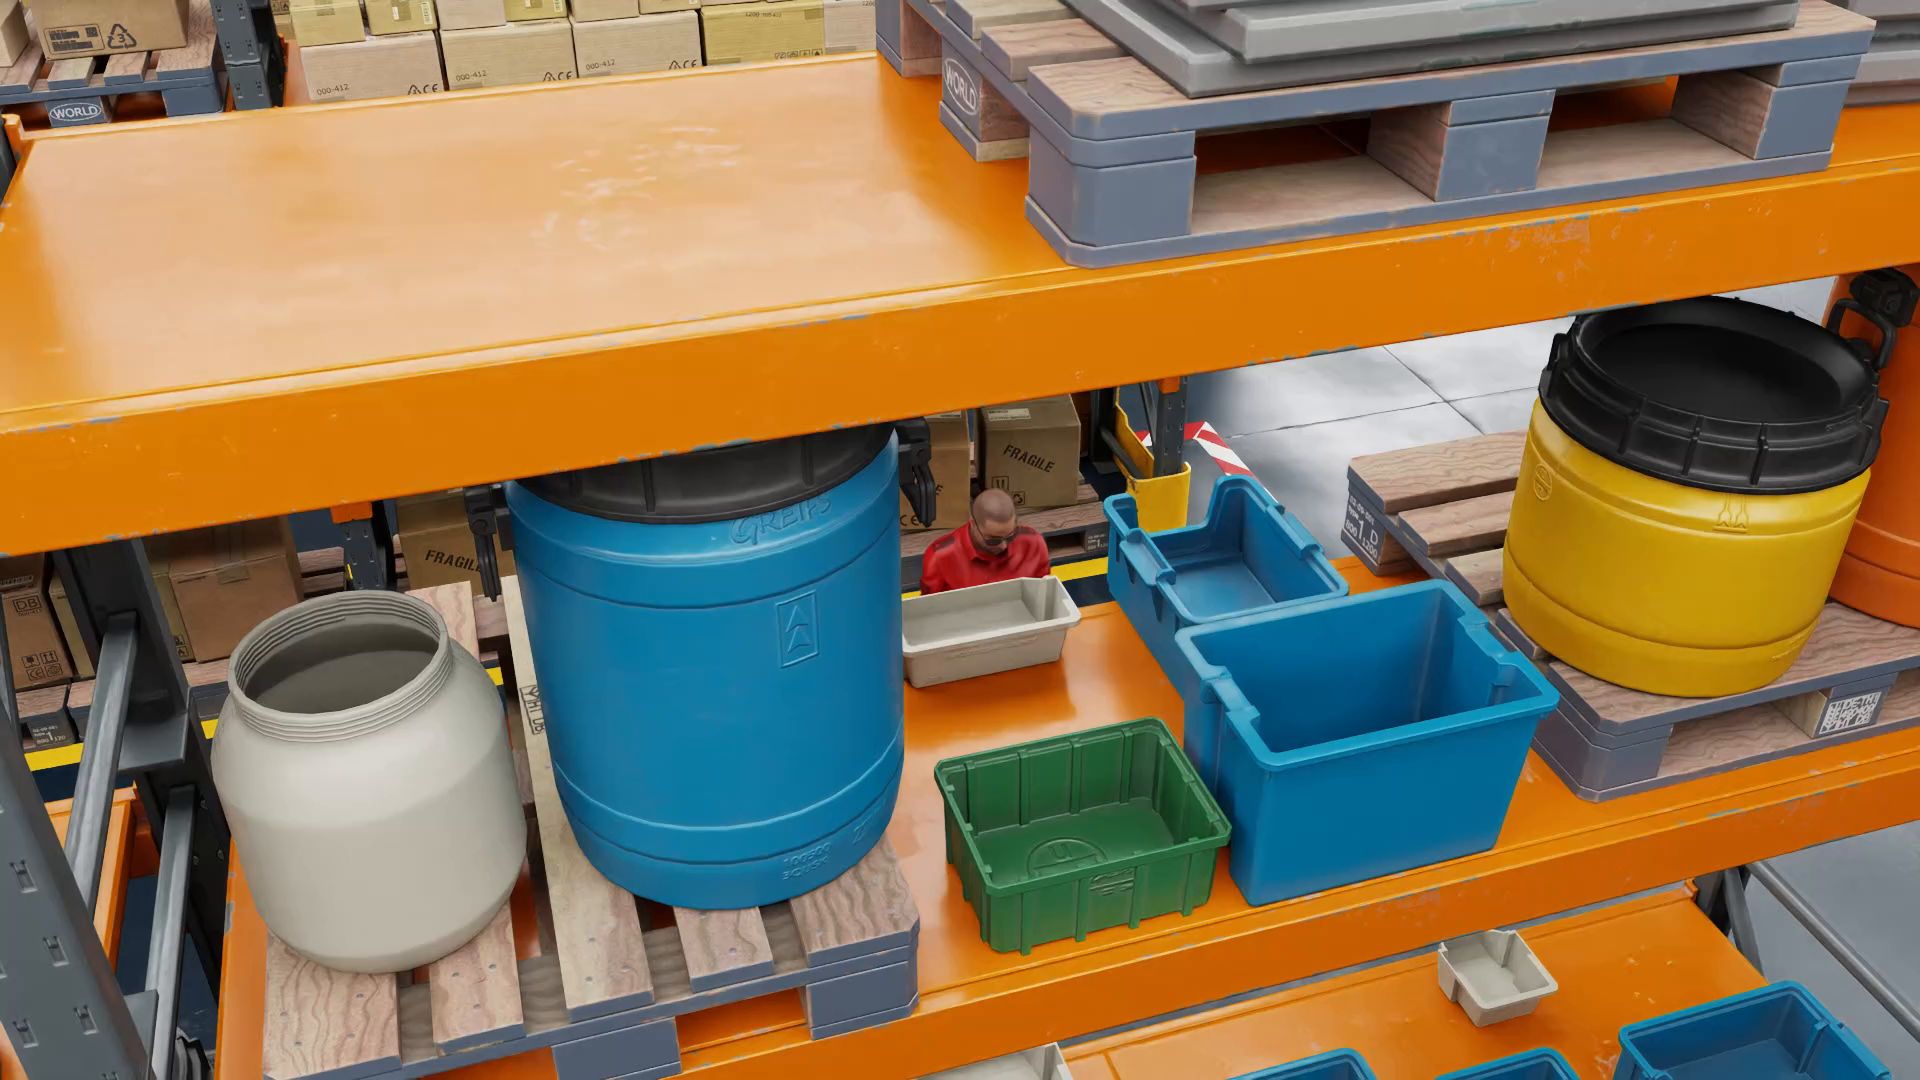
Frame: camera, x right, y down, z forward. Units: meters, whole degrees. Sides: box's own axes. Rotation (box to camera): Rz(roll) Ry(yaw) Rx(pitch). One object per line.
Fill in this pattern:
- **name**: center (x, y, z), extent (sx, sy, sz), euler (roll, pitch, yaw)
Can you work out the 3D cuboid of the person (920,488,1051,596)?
- **person**: center (0.117, 0.523, 6.696), extent (0.535, 1.718, 0.362), euler (-9, 35, -14)
